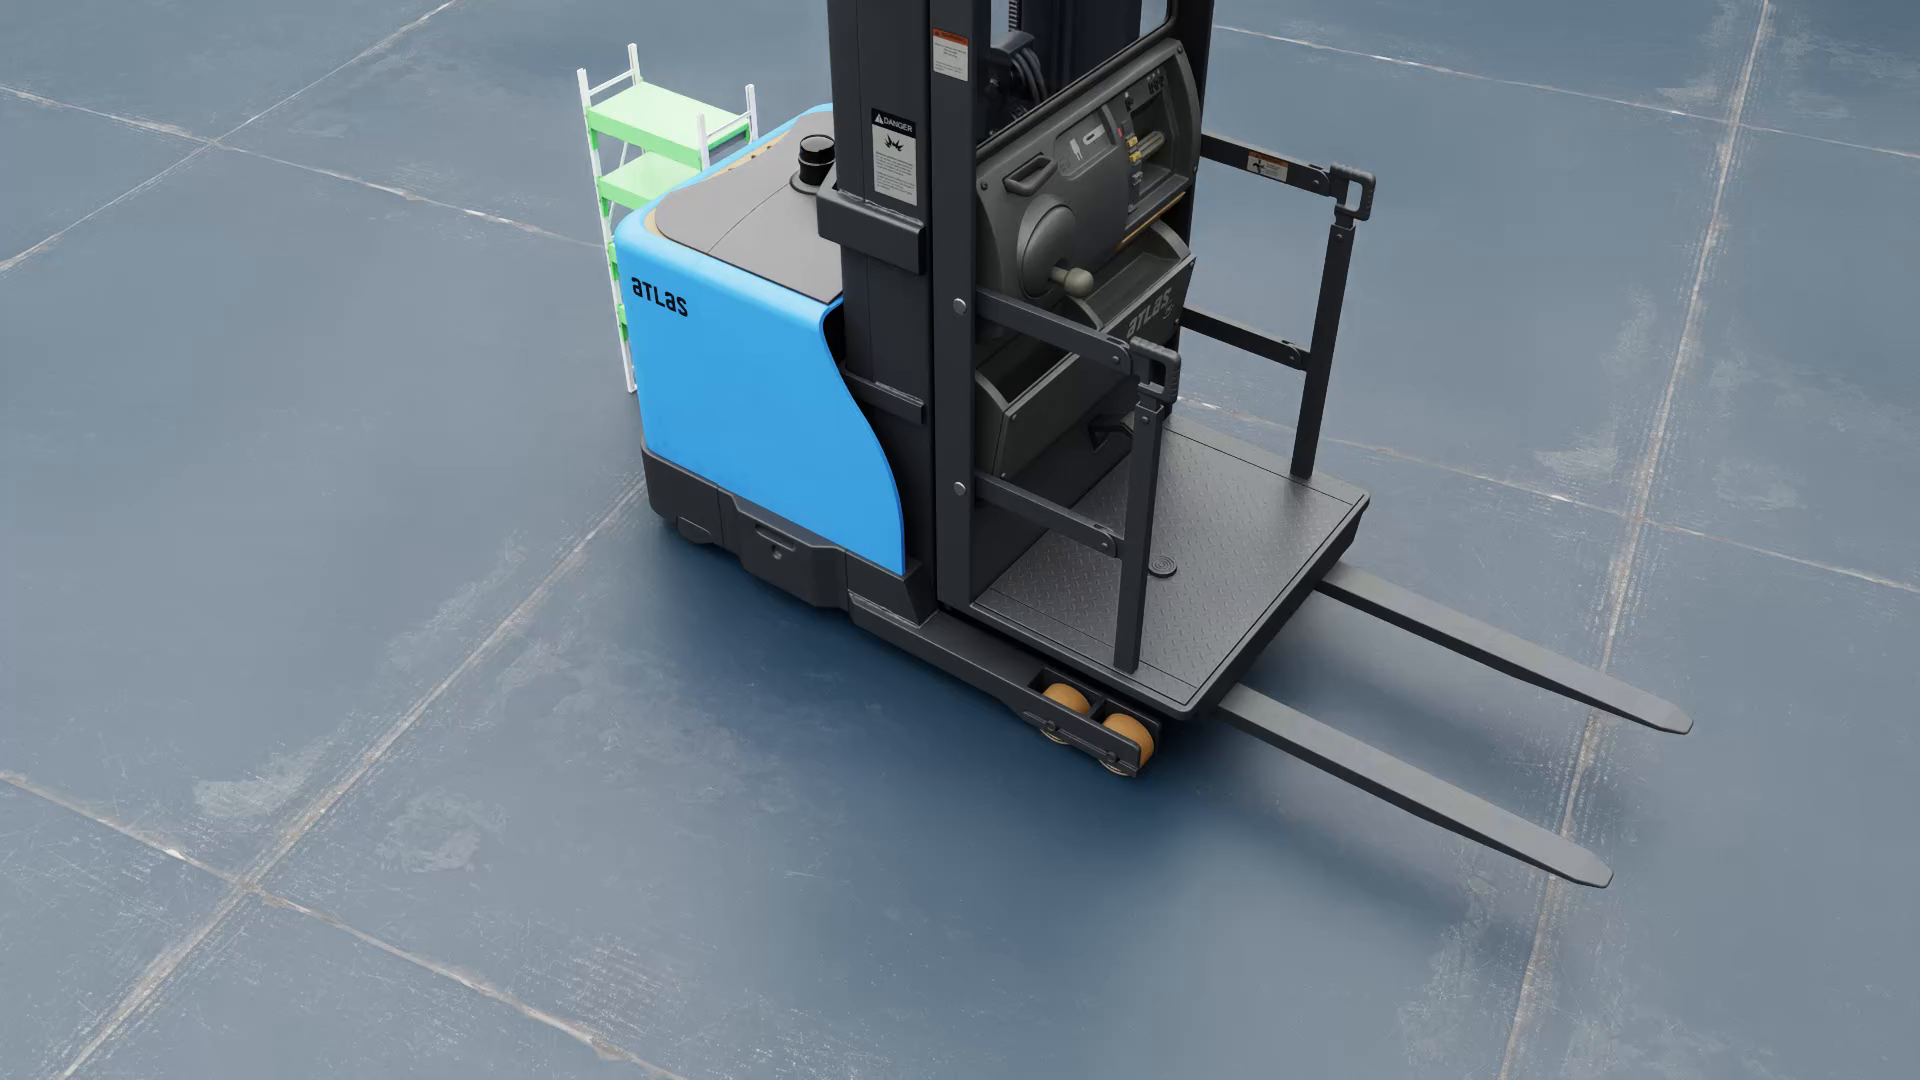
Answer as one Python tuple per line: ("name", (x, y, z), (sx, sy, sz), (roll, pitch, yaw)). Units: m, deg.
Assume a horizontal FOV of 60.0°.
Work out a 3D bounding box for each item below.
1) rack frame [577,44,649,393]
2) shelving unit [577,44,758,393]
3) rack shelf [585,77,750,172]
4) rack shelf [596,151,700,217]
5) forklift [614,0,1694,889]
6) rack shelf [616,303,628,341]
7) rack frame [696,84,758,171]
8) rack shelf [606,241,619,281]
("rack frame", (-1.091, -1.037, 5.530), (0.015, 1.200, 0.240), (25, 47, 26))
("shelving unit", (-0.893, -0.943, 5.422), (0.503, 1.200, 0.258), (25, 47, 26))
("rack shelf", (-0.893, -1.258, 5.150), (0.480, 0.148, 0.258), (25, 47, 26))
("rack shelf", (-0.893, -1.077, 5.307), (0.480, 0.148, 0.258), (25, 47, 26))
("forklift", (0.505, -0.869, 4.014), (3.031, 2.935, 1.130), (25, 47, 26))
("rack shelf", (-0.893, -0.714, 5.621), (0.480, 0.148, 0.258), (25, 47, 26))
("rack frame", (-0.695, -0.850, 5.314), (0.015, 1.200, 0.240), (25, 47, 26))
("rack shelf", (-0.893, -0.895, 5.464), (0.480, 0.148, 0.258), (25, 47, 26))
